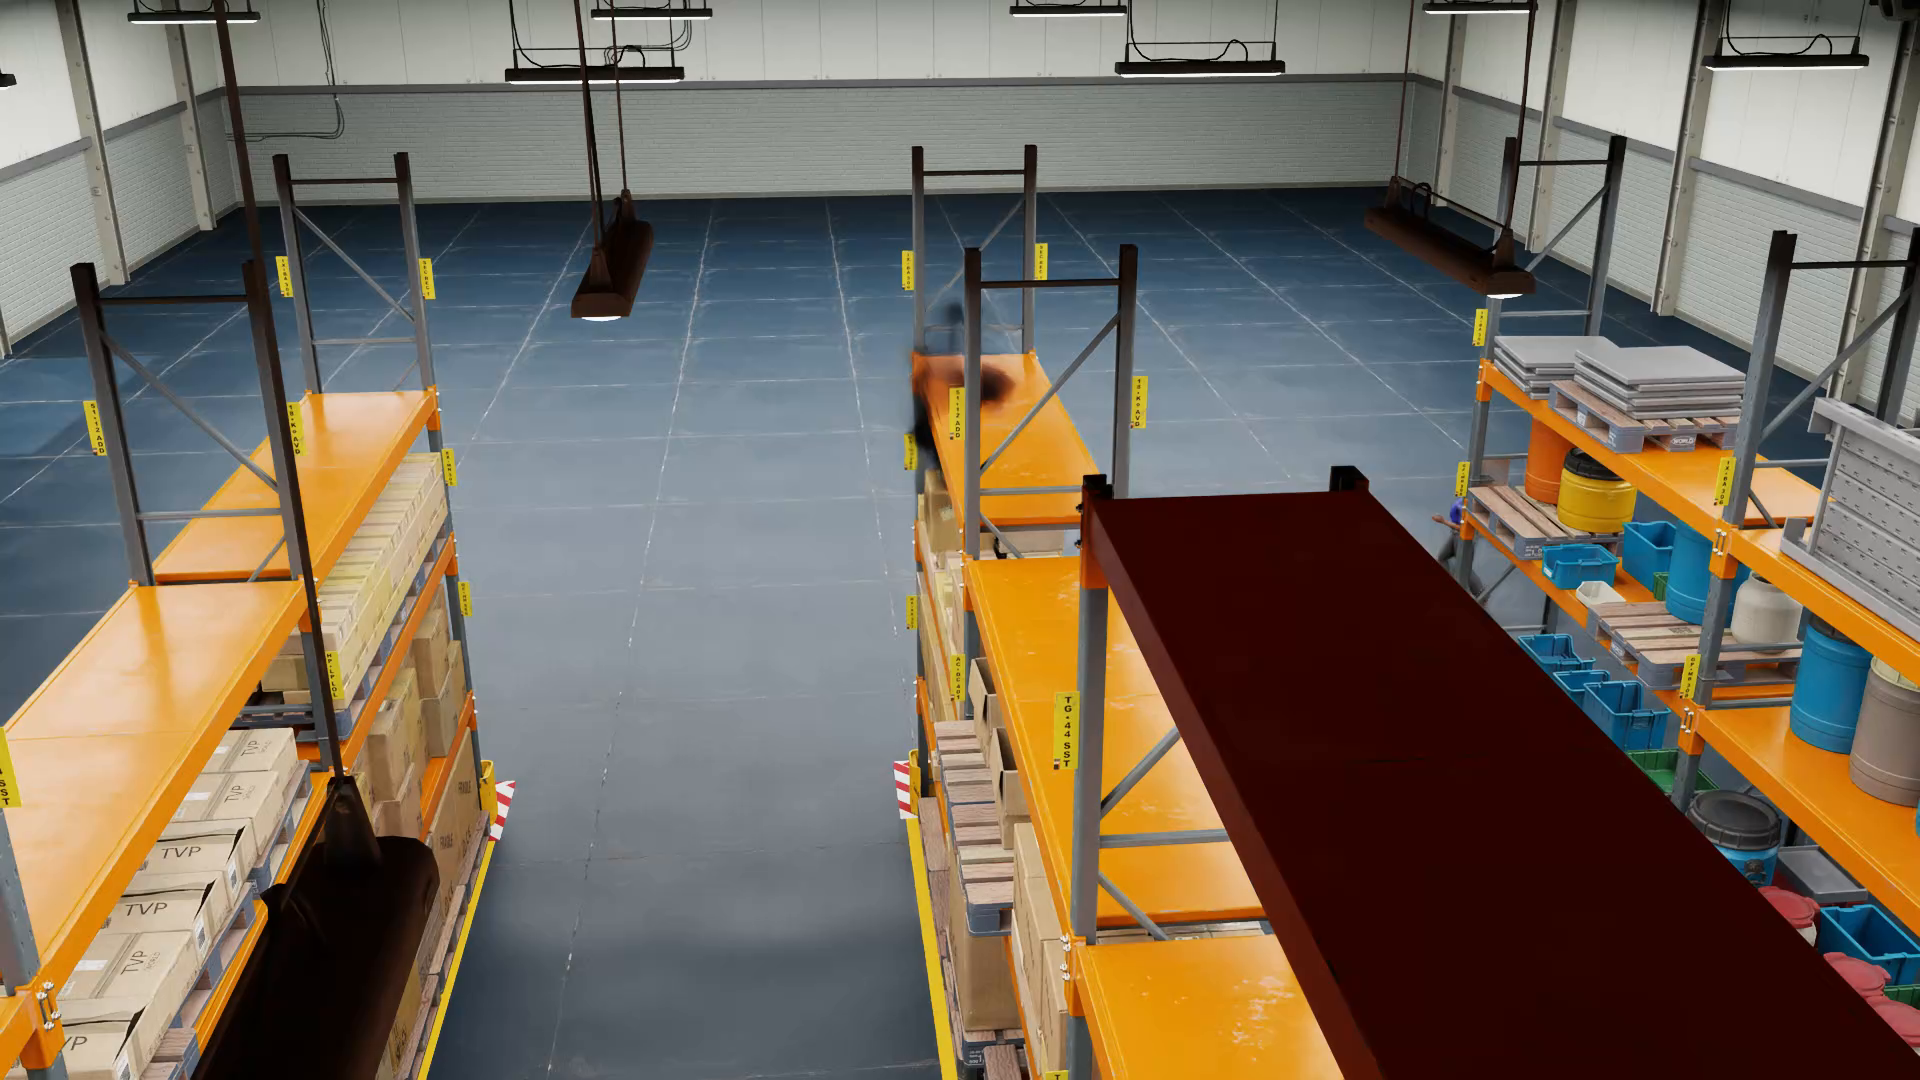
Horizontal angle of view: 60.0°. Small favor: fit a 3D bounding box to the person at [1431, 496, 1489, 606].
[{"bbox_3d":[5.833,0.043,19.325,0.755,1.716,0.555,6,22,15],"label":"person"}]
